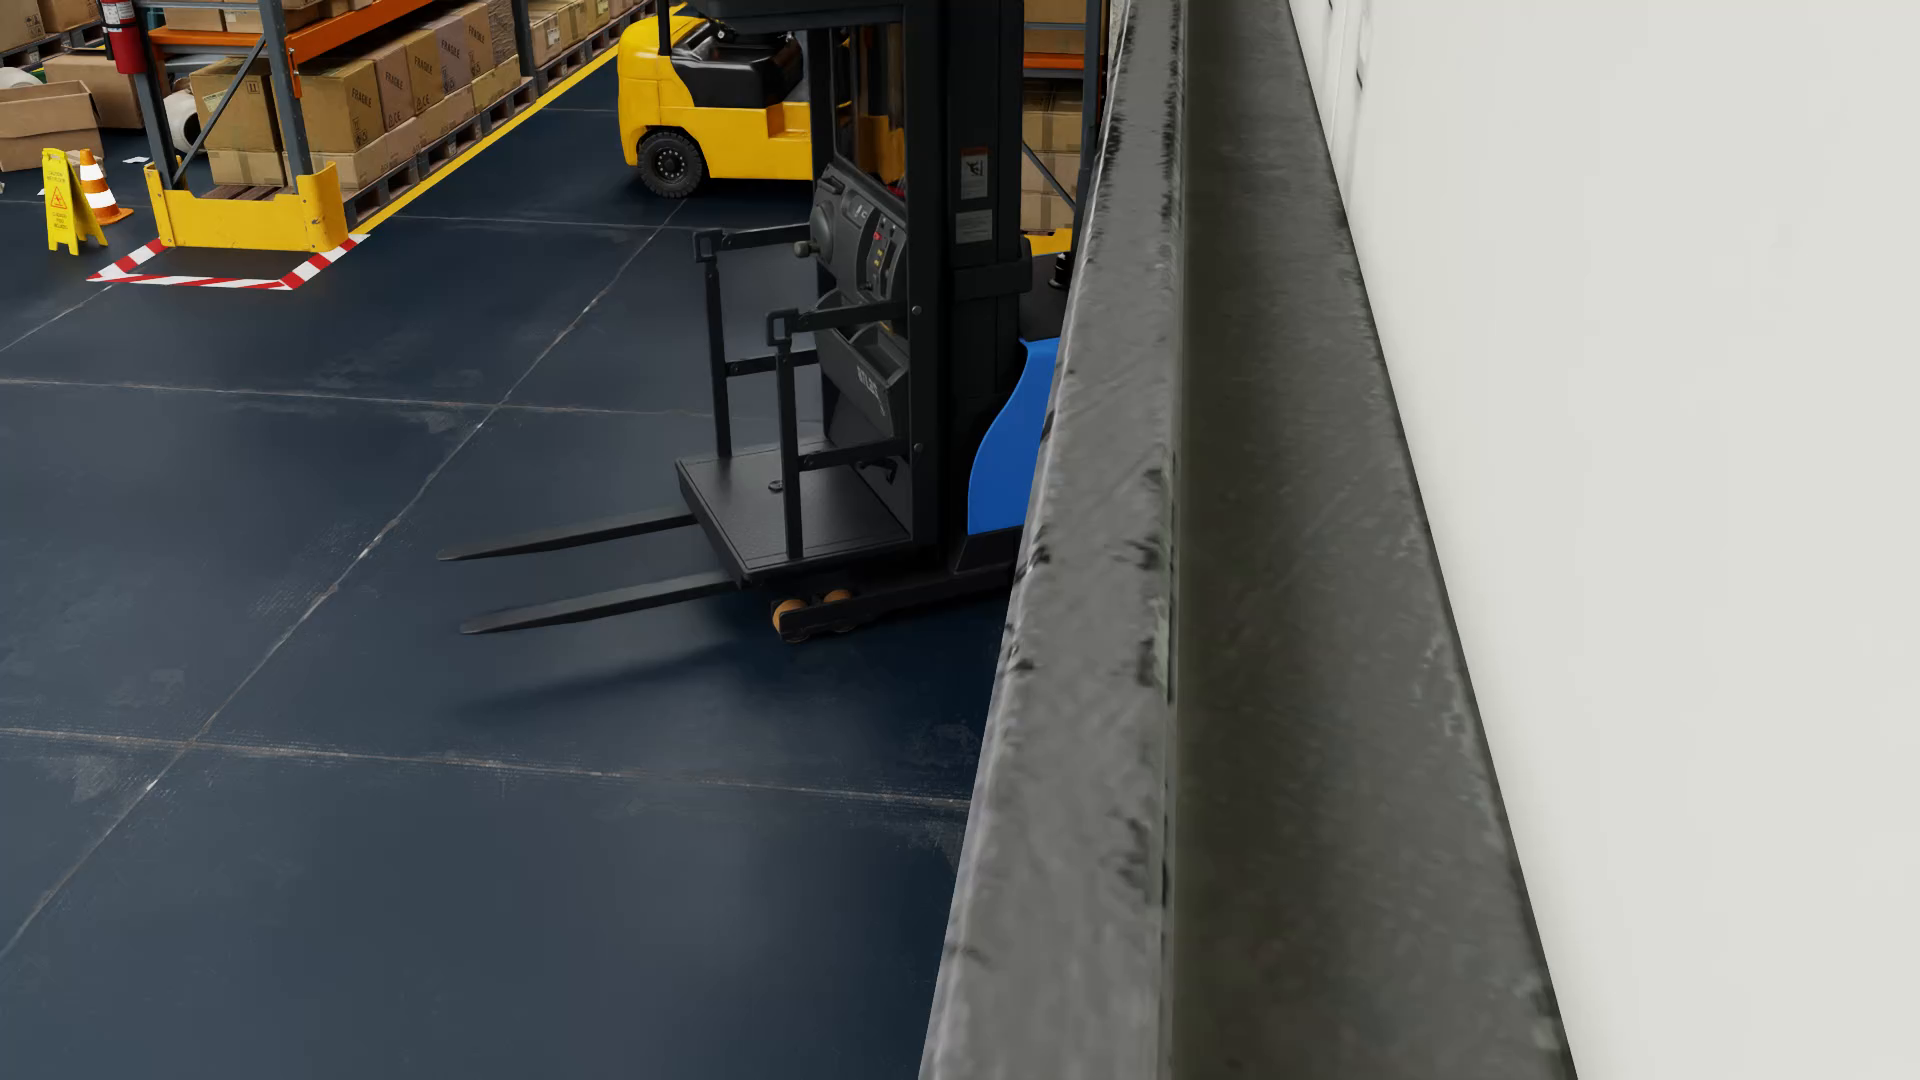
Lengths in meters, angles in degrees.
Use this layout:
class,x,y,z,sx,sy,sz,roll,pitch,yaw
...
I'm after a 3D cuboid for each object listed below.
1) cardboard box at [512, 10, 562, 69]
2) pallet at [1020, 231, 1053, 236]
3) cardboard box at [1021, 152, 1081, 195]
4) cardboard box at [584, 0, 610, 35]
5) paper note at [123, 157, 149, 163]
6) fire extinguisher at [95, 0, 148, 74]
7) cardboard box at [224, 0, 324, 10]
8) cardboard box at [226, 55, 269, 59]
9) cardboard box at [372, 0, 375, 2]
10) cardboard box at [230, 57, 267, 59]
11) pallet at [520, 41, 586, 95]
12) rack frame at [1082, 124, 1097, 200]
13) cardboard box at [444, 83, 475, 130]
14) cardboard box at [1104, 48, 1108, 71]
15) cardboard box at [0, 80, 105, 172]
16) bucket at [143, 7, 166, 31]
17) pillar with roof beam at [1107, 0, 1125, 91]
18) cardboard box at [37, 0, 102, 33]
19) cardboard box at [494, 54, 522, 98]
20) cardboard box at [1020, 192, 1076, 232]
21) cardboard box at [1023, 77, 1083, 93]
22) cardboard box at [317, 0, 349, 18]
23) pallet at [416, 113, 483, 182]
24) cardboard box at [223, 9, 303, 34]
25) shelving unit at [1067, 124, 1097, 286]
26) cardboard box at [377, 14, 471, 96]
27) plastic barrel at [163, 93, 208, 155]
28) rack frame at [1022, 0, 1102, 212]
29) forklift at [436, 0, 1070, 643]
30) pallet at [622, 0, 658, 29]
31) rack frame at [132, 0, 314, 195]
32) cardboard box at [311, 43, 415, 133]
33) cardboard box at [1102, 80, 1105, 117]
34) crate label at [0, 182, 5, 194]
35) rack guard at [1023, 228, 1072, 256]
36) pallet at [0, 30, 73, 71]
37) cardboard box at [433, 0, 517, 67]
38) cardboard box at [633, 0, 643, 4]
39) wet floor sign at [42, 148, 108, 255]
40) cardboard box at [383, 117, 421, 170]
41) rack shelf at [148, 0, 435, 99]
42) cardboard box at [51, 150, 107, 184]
class,x,y,z,sx,sy,sz,roll,pitch,yaw
cardboard box,-4.067,-4.400,14.582,0.950,0.372,0.625,4,29,7
pallet,0.360,-2.090,10.907,1.003,0.211,1.213,3,28,6
cardboard box,0.572,-2.359,10.395,0.500,0.250,0.500,4,29,7
cardboard box,-3.899,-5.066,15.818,0.950,0.372,0.625,4,29,8
paper note,-6.225,-2.882,12.579,0.148,0.019,0.142,14,31,24
fire extinguisher,-5.090,-3.181,10.073,0.296,0.674,0.183,3,28,6
cardboard box,-4.285,-3.624,10.395,0.500,0.500,0.500,3,28,5
cardboard box,-4.801,-3.401,11.382,0.380,0.149,0.250,4,29,8
cardboard box,-4.167,-3.760,11.331,0.380,0.149,0.250,4,29,8
cardboard box,-4.719,-3.185,11.664,0.500,0.500,0.500,4,29,8
pallet,-4.035,-4.264,14.942,1.003,0.211,1.213,3,28,6
rack frame,0.767,-1.180,7.861,0.500,1.500,0.032,6,24,3
cardboard box,-4.056,-3.315,12.697,0.500,0.250,0.500,4,29,7
cardboard box,0.807,-3.533,12.047,0.500,0.250,0.500,4,29,7
cardboard box,-6.916,-3.117,12.505,0.797,0.503,0.637,-17,33,-29
bucket,-6.782,-4.395,14.094,0.726,0.611,0.620,14,21,24
pillar with roof beam,-3.720,-3.298,3.883,9.100,9.000,0.400,3,28,6
cardboard box,-8.945,-5.311,15.874,1.050,0.750,0.750,3,28,6
cardboard box,-3.934,-3.805,13.607,0.500,0.250,0.500,5,29,9
cardboard box,0.562,-2.149,10.533,0.500,0.250,0.500,3,29,6
cardboard box,0.612,-2.820,10.725,0.500,0.250,0.500,3,28,6
cardboard box,-4.242,-3.519,10.884,0.380,0.149,0.250,2,28,5
pallet,-4.323,-3.003,12.602,1.003,0.211,1.213,3,28,6
cardboard box,-4.372,-3.279,10.439,0.380,0.149,0.250,3,29,6
shelving unit,0.718,-0.981,7.406,0.587,1.500,1.083,6,24,3
cardboard box,-4.057,-3.655,12.538,0.500,0.500,0.500,5,29,9
plastic barrel,-5.868,-3.168,12.684,0.421,0.421,0.512,-24,36,-37
rack frame,0.308,-2.955,9.573,1.000,3.000,0.127,3,28,6
forklift,-0.581,-1.174,6.339,3.031,2.935,1.130,-11,30,-20
pallet,-3.736,-5.412,17.074,1.003,0.211,1.213,3,28,6
rack frame,-4.619,-3.242,10.105,1.000,3.000,0.127,3,28,6
cardboard box,-4.183,-3.168,11.633,0.500,0.500,0.500,2,28,4
cardboard box,0.755,-3.075,11.724,0.500,0.250,0.500,3,28,6
crate label,-6.955,-2.537,11.815,0.250,0.136,0.298,-11,30,-20
rack guard,0.305,-1.843,10.145,1.175,0.500,0.348,3,28,6
pallet,-9.034,-4.505,15.389,1.003,0.211,1.213,3,28,6
cardboard box,-3.935,-4.135,13.429,0.500,0.500,0.500,3,28,5
cardboard box,-3.718,-5.770,17.126,0.950,0.372,0.625,1,28,3
wet floor sign,-5.704,-2.178,10.613,0.267,0.644,0.232,14,31,24
cardboard box,-4.175,-2.820,11.778,0.500,0.250,0.500,4,29,8
rack shelf,-4.374,-3.867,12.023,1.077,0.370,4.000,3,28,6
cardboard box,-6.463,-2.721,12.144,0.380,0.149,0.250,20,34,32
